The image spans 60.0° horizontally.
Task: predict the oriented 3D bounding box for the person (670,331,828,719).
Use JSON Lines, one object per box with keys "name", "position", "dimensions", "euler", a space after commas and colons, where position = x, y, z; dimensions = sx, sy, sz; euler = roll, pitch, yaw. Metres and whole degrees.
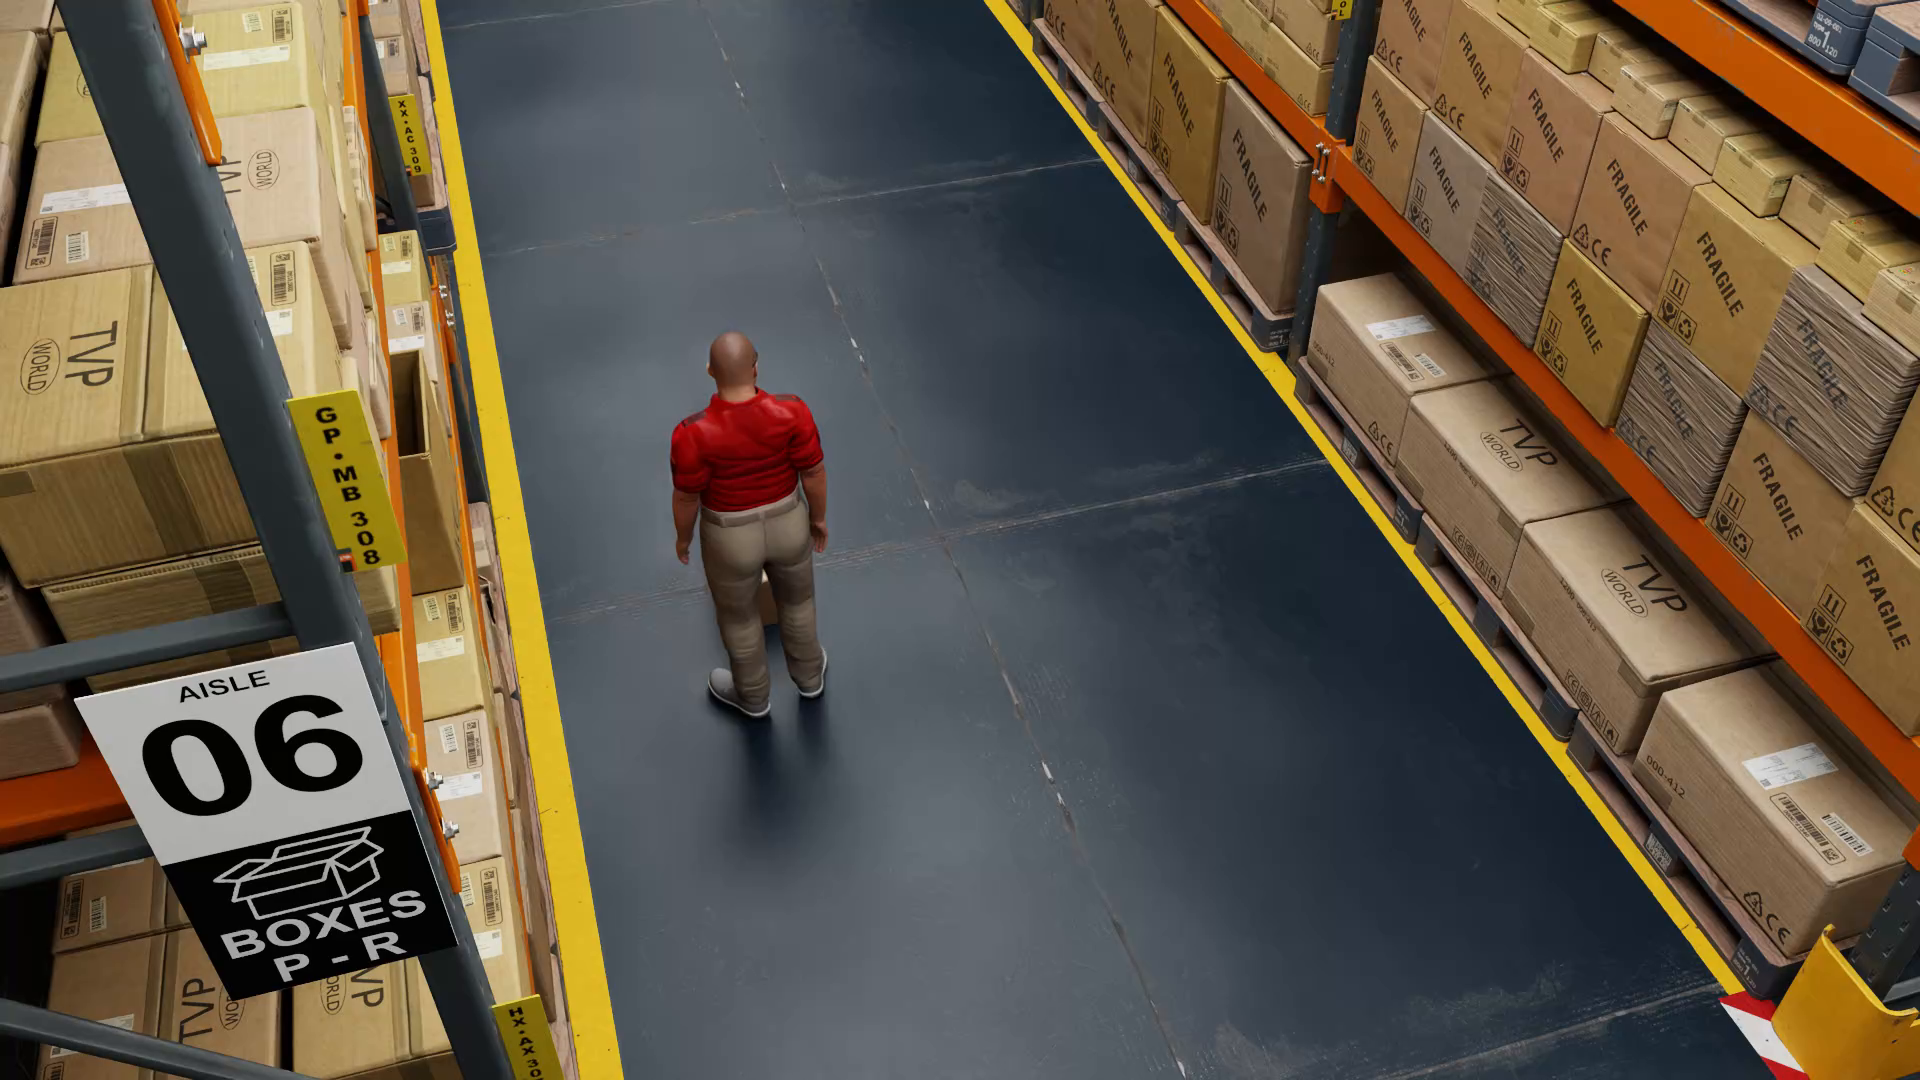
{"name": "person", "position": [-0.776, -0.041, 6.193], "dimensions": [0.559, 1.731, 0.364], "euler": [-16, 45, -18]}
